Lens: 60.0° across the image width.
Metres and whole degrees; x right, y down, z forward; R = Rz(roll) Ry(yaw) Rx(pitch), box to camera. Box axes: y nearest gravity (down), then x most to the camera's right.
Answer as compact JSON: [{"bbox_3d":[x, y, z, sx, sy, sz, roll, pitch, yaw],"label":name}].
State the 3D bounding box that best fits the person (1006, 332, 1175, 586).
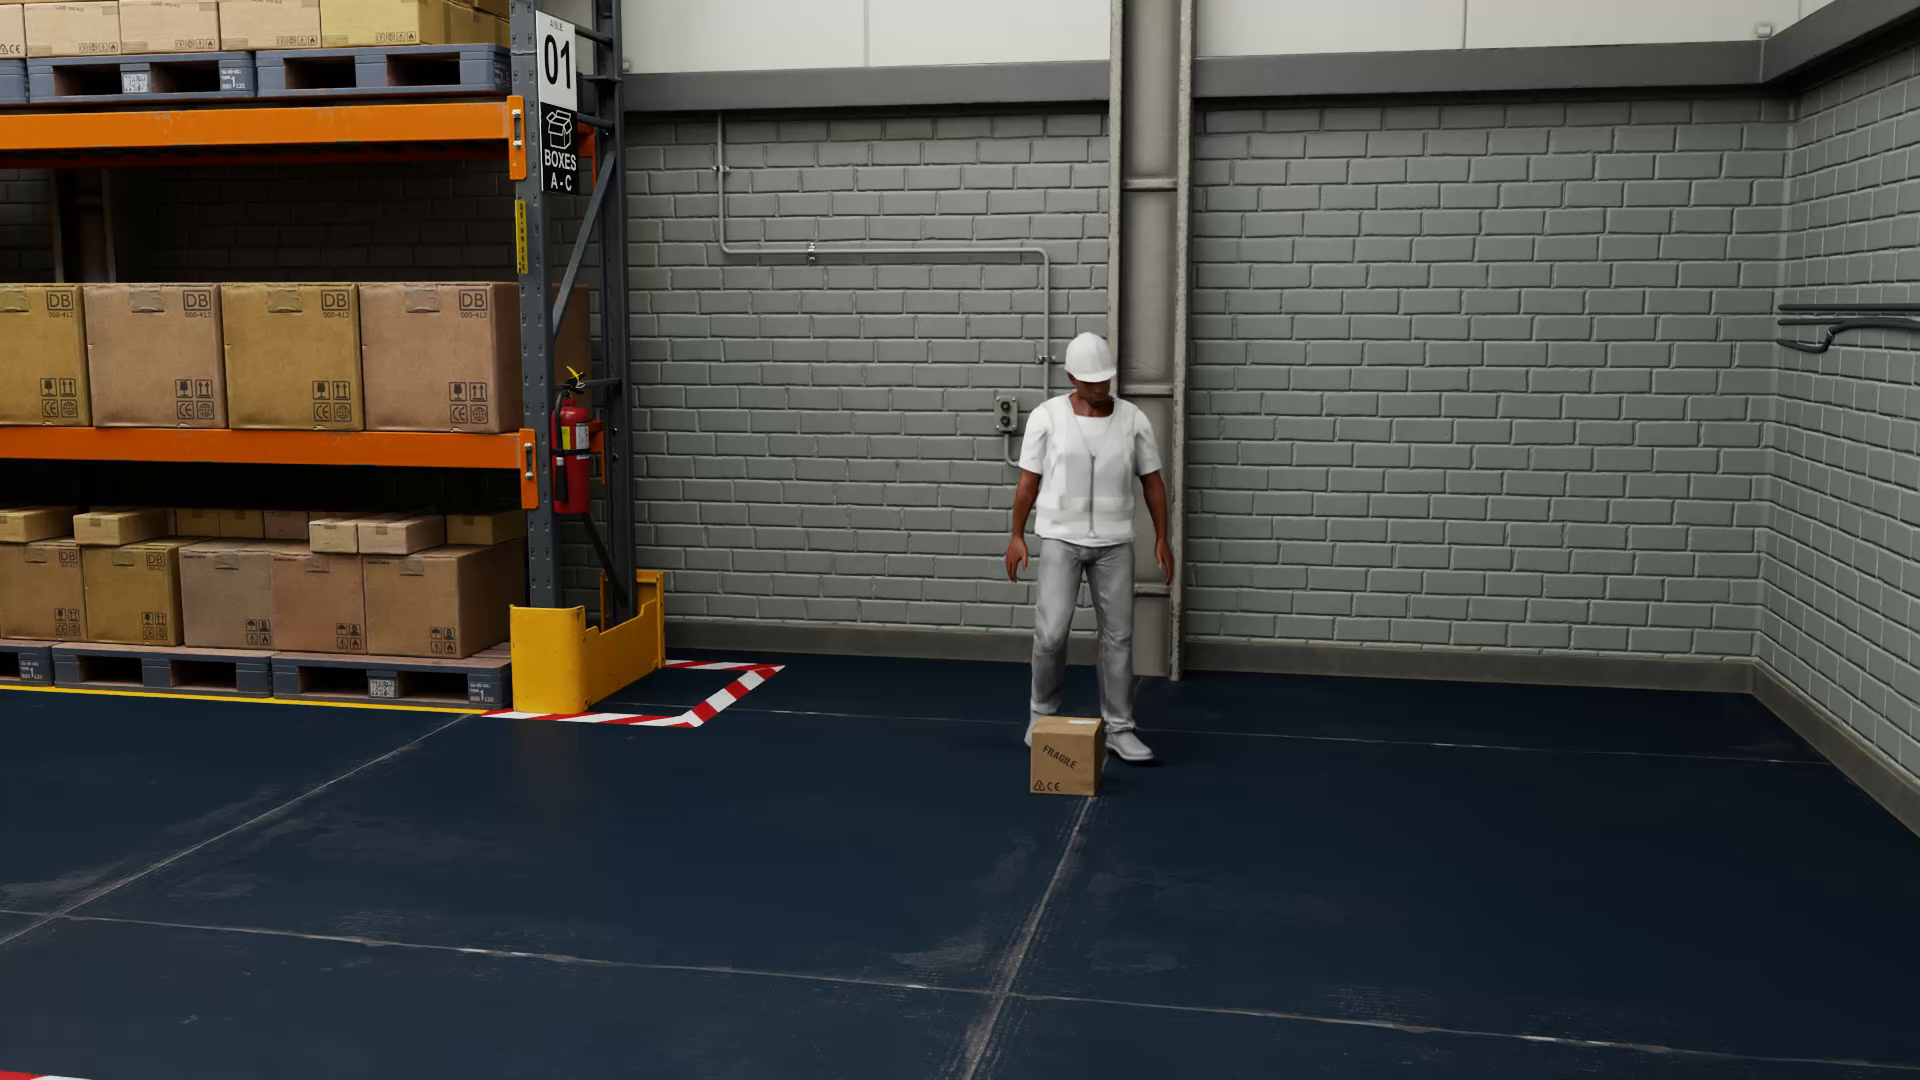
[{"bbox_3d":[0.551,-0.332,6.899,0.696,1.059,0.375,-1,8,-5],"label":"person"}]
